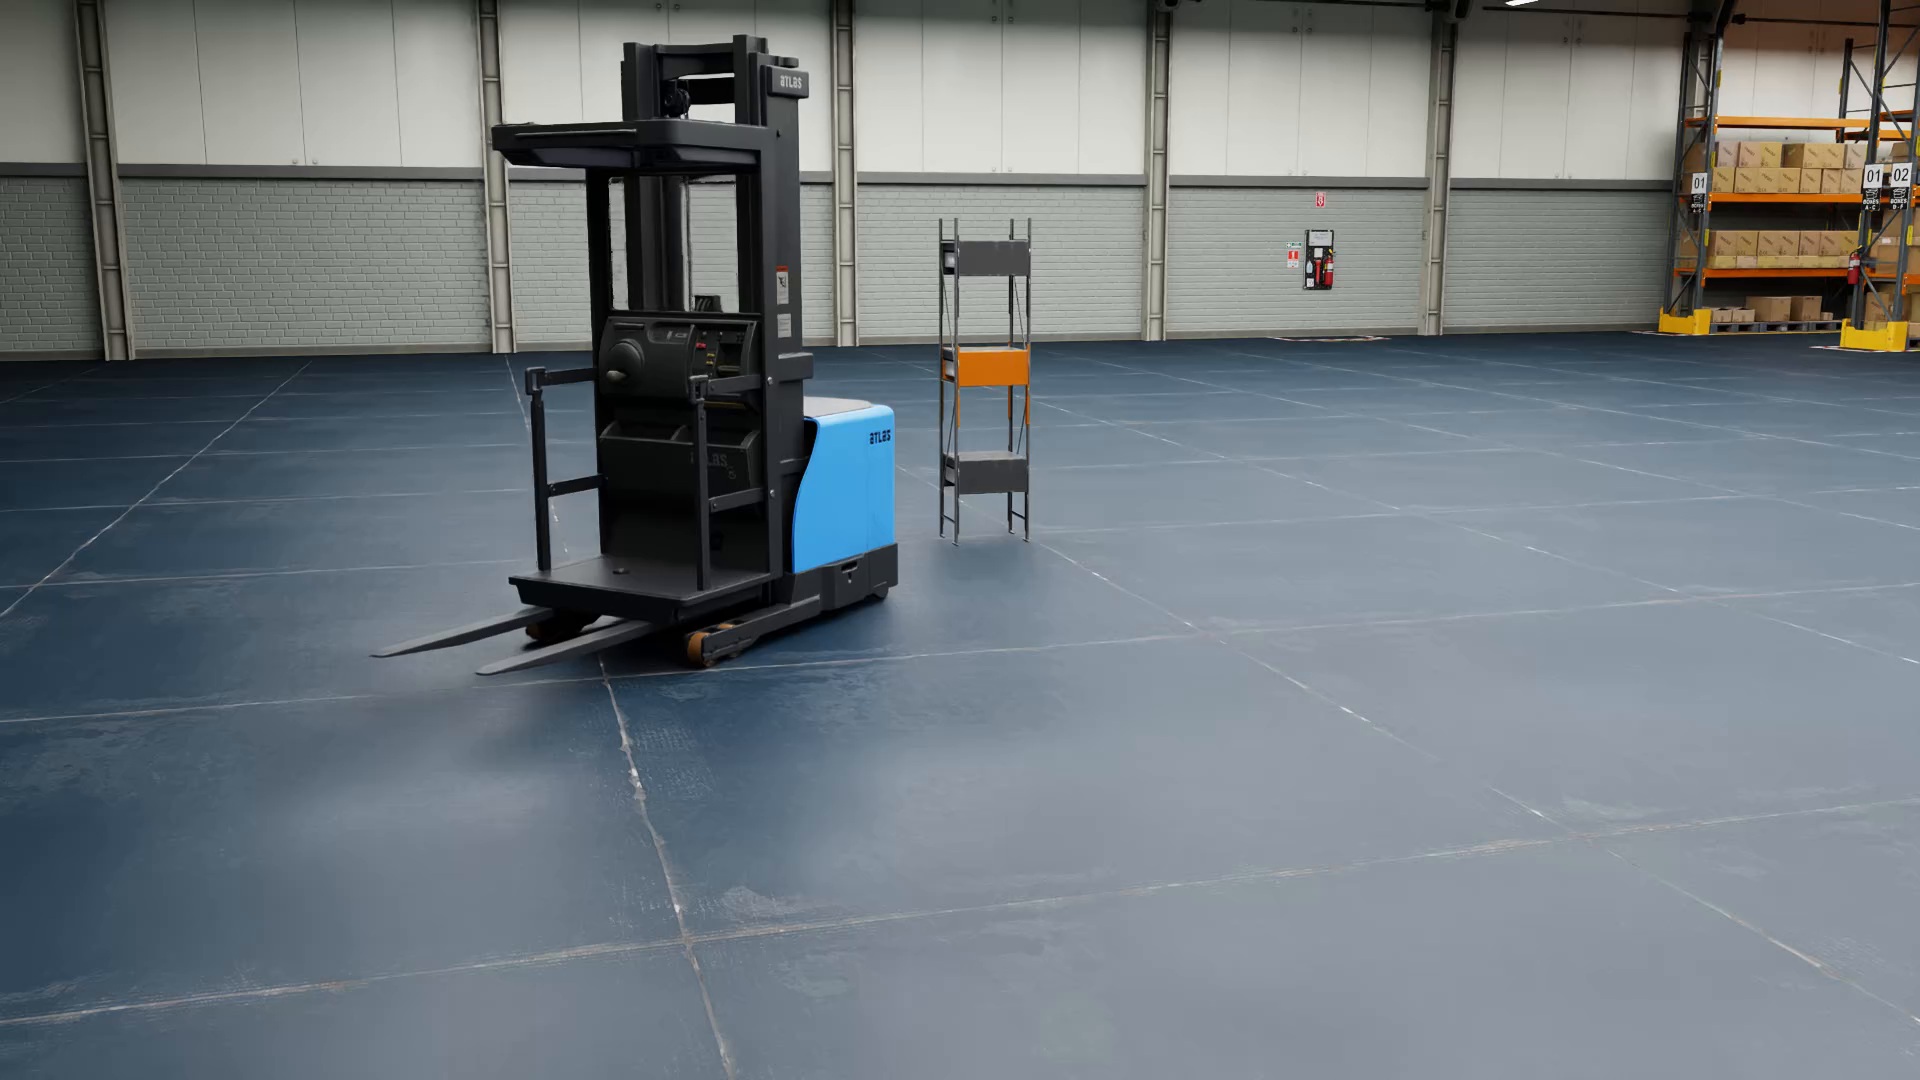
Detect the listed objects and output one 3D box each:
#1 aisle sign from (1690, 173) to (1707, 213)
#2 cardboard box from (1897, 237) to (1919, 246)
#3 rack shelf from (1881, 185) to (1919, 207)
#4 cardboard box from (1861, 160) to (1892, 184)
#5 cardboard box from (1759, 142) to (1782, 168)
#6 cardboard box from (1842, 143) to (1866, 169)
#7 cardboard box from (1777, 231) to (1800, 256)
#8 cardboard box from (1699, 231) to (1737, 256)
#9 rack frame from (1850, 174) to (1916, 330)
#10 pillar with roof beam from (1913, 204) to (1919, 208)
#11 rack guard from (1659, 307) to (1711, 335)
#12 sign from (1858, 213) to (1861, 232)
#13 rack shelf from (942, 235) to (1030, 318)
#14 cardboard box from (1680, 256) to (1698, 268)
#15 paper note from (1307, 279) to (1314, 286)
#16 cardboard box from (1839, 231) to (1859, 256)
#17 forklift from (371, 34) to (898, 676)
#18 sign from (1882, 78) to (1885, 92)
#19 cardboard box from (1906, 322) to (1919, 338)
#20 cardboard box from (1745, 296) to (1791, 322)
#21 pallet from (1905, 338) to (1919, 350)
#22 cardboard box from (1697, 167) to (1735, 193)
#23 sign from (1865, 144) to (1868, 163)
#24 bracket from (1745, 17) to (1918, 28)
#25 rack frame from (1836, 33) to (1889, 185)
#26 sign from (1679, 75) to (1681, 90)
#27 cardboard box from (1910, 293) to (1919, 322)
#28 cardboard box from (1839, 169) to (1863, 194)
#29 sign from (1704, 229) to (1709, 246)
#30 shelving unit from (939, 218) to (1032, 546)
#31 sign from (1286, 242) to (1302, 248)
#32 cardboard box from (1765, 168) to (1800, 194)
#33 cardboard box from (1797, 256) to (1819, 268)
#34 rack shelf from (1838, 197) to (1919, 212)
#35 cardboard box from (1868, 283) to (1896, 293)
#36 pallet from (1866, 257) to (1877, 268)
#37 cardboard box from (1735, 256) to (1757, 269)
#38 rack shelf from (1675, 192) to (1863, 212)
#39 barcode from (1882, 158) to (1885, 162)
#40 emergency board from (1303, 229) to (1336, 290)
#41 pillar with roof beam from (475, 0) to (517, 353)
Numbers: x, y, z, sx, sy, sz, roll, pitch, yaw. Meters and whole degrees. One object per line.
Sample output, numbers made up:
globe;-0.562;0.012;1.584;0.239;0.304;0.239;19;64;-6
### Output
aisle sign;14.806;-6.951;33.337;0.004;0.787;0.394;-3;11;-16
cardboard box;16.617;-5.218;29.036;0.250;0.149;0.380;-3;11;-16
rack shelf;18.100;-6.090;29.542;4.000;0.370;1.077;-3;11;-16
cardboard box;19.179;-7.675;34.731;0.500;0.500;0.500;-1;11;-8
cardboard box;16.214;-7.776;33.621;0.500;0.500;0.500;-3;11;-14
cardboard box;18.227;-7.884;34.208;0.500;0.500;0.500;-4;11;-21
cardboard box;16.801;-6.081;34.083;0.500;0.500;0.500;-3;11;-14
cardboard box;15.334;-6.005;33.667;0.500;0.500;0.500;-3;11;-16
rack frame;16.180;-4.867;29.199;0.127;3.000;1.000;-3;11;-16
pillar with roof beam;22.186;-8.419;31.926;0.400;9.000;9.100;-3;11;-16
rack guard;14.865;-4.502;34.123;0.348;0.500;1.175;-3;11;-16
sign;16.041;-5.648;29.589;0.005;0.325;0.100;-3;11;-16
rack shelf;0.159;-1.716;10.778;0.480;0.518;0.431;-3;11;-16
cardboard box;15.186;-5.721;34.199;0.500;0.250;0.500;-3;11;-15
paper note;6.888;-5.062;32.689;0.142;0.148;0.016;-3;11;-16
cardboard box;18.265;-6.158;34.497;0.500;0.500;0.500;-3;11;-16
forklift;-1.503;-0.939;8.052;1.130;2.935;3.031;6;12;29
sign;18.766;-9.284;33.823;0.005;0.325;0.100;-3;11;-16
cardboard box;16.757;-3.710;29.347;0.500;0.250;0.500;-3;11;-16
cardboard box;16.747;-4.792;34.479;0.500;0.500;0.700;-4;11;-20
pallet;16.902;-3.542;29.701;1.213;0.211;1.003;-3;11;-16
cardboard box;15.183;-7.236;33.449;0.500;0.500;0.500;-3;11;-14
sign;16.041;-6.834;29.371;0.005;0.325;0.100;-3;11;-16
bracket;18.193;-10.724;34.503;4.783;0.066;0.076;-3;11;-16
rack frame;18.632;-8.881;34.432;0.127;3.000;1.000;-3;11;-16
sign;14.656;-9.313;33.763;0.005;0.325;0.100;-3;11;-16
cardboard box;17.236;-4.104;29.419;0.500;0.500;0.500;-3;11;-16
cardboard box;18.214;-7.396;34.320;0.500;0.500;0.500;-3;11;-14
sign;14.943;-6.059;33.285;0.005;0.325;0.100;-3;11;-16
shelving unit;0.159;-1.041;10.902;0.503;2.100;0.431;-3;11;-16
sign;6.525;-5.759;32.479;0.331;0.109;0.001;-3;11;-16
cardboard box;16.714;-7.314;33.877;0.500;0.500;0.500;-2;11;-12
cardboard box;17.303;-5.738;34.289;0.500;0.250;0.500;-3;11;-16
rack shelf;20.552;-7.153;35.319;4.000;0.370;1.077;-3;11;-16
cardboard box;19.756;-5.349;35.436;0.500;0.250;0.500;-3;11;-17
pallet;19.407;-5.849;35.065;1.213;0.211;1.003;-3;11;-16
cardboard box;15.843;-5.662;33.878;0.500;0.250;0.500;-3;11;-18
rack shelf;16.712;-6.951;34.219;4.000;0.370;1.077;-3;11;-16
barcode;16.335;-6.727;29.413;0.075;0.075;0.001;-3;11;-16
emergency board;7.078;-5.492;32.592;0.643;1.169;0.194;-3;11;-16
pillar with roof beam;-6.618;-6.901;23.679;0.400;9.000;9.100;-3;11;-16
